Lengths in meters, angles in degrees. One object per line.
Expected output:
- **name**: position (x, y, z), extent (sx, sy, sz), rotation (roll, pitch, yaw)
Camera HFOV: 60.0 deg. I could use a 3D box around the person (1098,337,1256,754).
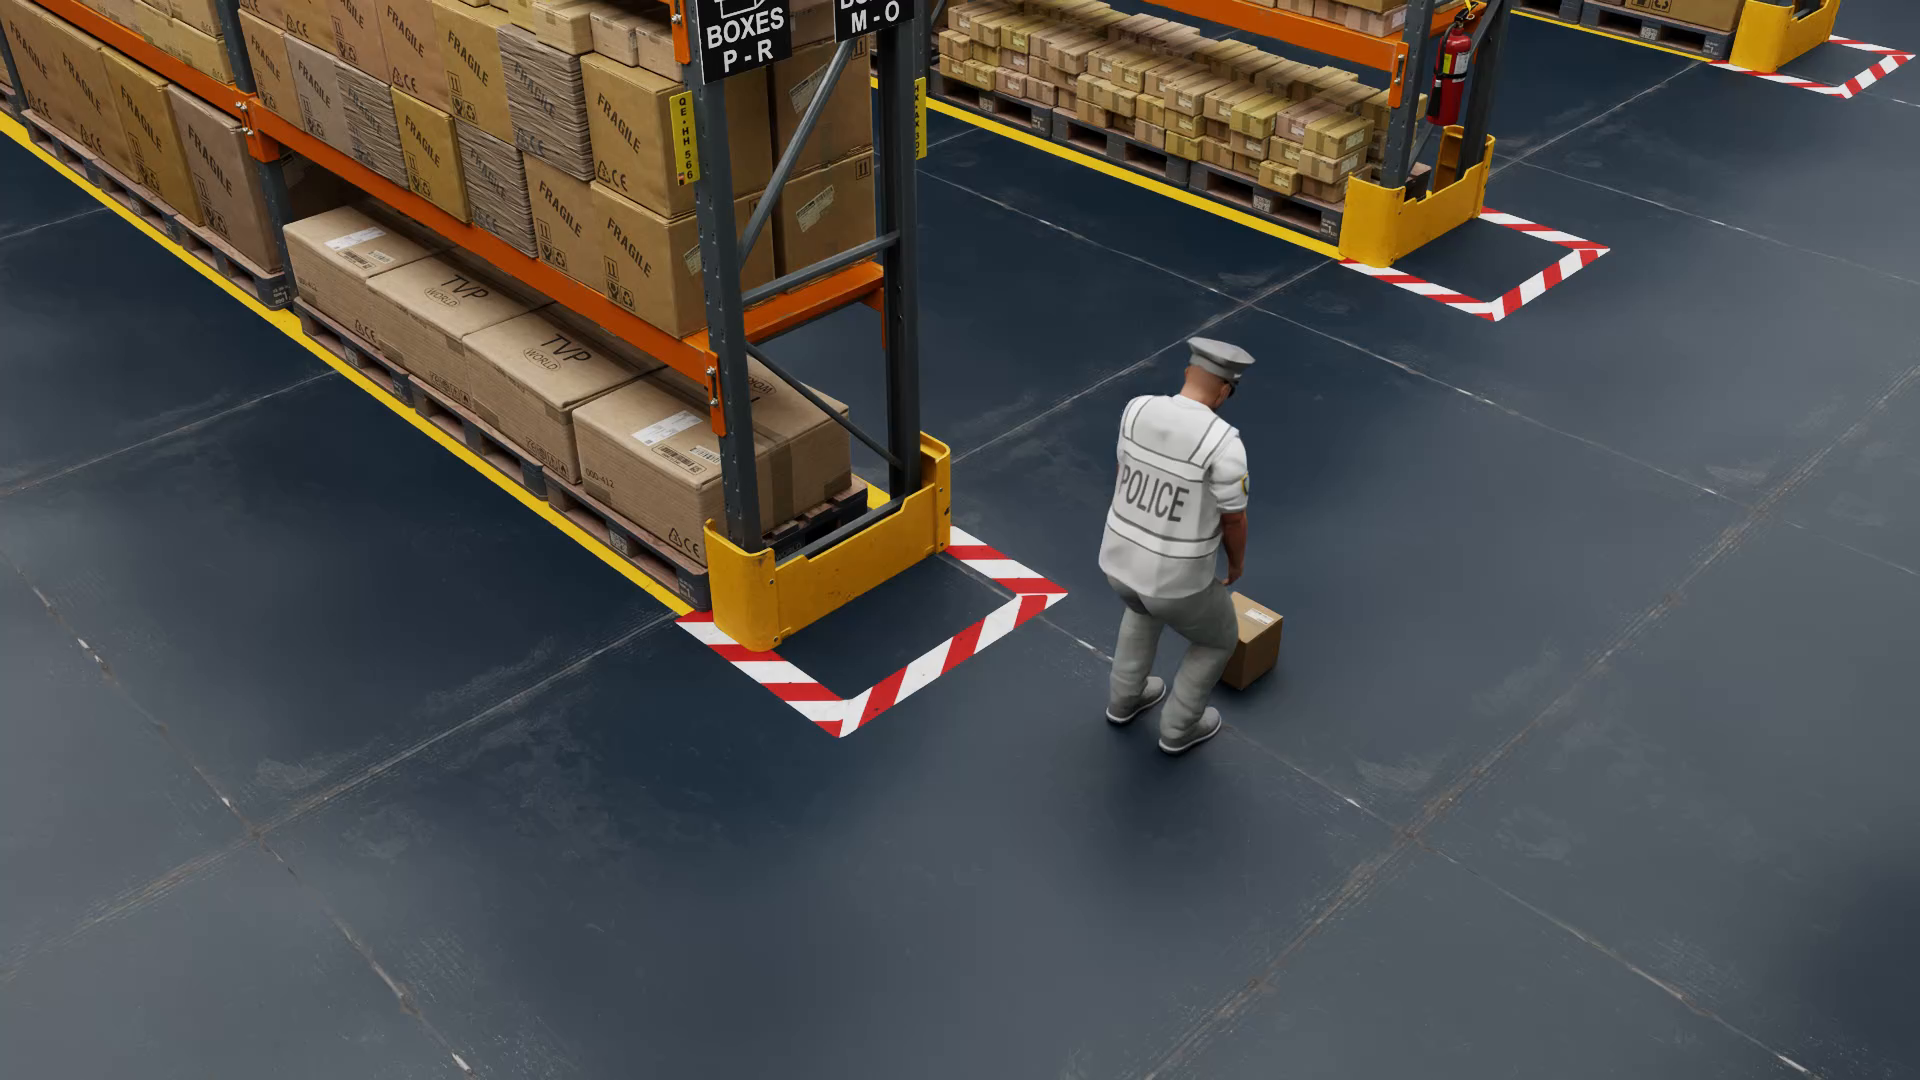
- **person**: position (0.792, 0.038, 6.200), extent (0.609, 1.633, 0.575), rotation (-29, 45, -35)
